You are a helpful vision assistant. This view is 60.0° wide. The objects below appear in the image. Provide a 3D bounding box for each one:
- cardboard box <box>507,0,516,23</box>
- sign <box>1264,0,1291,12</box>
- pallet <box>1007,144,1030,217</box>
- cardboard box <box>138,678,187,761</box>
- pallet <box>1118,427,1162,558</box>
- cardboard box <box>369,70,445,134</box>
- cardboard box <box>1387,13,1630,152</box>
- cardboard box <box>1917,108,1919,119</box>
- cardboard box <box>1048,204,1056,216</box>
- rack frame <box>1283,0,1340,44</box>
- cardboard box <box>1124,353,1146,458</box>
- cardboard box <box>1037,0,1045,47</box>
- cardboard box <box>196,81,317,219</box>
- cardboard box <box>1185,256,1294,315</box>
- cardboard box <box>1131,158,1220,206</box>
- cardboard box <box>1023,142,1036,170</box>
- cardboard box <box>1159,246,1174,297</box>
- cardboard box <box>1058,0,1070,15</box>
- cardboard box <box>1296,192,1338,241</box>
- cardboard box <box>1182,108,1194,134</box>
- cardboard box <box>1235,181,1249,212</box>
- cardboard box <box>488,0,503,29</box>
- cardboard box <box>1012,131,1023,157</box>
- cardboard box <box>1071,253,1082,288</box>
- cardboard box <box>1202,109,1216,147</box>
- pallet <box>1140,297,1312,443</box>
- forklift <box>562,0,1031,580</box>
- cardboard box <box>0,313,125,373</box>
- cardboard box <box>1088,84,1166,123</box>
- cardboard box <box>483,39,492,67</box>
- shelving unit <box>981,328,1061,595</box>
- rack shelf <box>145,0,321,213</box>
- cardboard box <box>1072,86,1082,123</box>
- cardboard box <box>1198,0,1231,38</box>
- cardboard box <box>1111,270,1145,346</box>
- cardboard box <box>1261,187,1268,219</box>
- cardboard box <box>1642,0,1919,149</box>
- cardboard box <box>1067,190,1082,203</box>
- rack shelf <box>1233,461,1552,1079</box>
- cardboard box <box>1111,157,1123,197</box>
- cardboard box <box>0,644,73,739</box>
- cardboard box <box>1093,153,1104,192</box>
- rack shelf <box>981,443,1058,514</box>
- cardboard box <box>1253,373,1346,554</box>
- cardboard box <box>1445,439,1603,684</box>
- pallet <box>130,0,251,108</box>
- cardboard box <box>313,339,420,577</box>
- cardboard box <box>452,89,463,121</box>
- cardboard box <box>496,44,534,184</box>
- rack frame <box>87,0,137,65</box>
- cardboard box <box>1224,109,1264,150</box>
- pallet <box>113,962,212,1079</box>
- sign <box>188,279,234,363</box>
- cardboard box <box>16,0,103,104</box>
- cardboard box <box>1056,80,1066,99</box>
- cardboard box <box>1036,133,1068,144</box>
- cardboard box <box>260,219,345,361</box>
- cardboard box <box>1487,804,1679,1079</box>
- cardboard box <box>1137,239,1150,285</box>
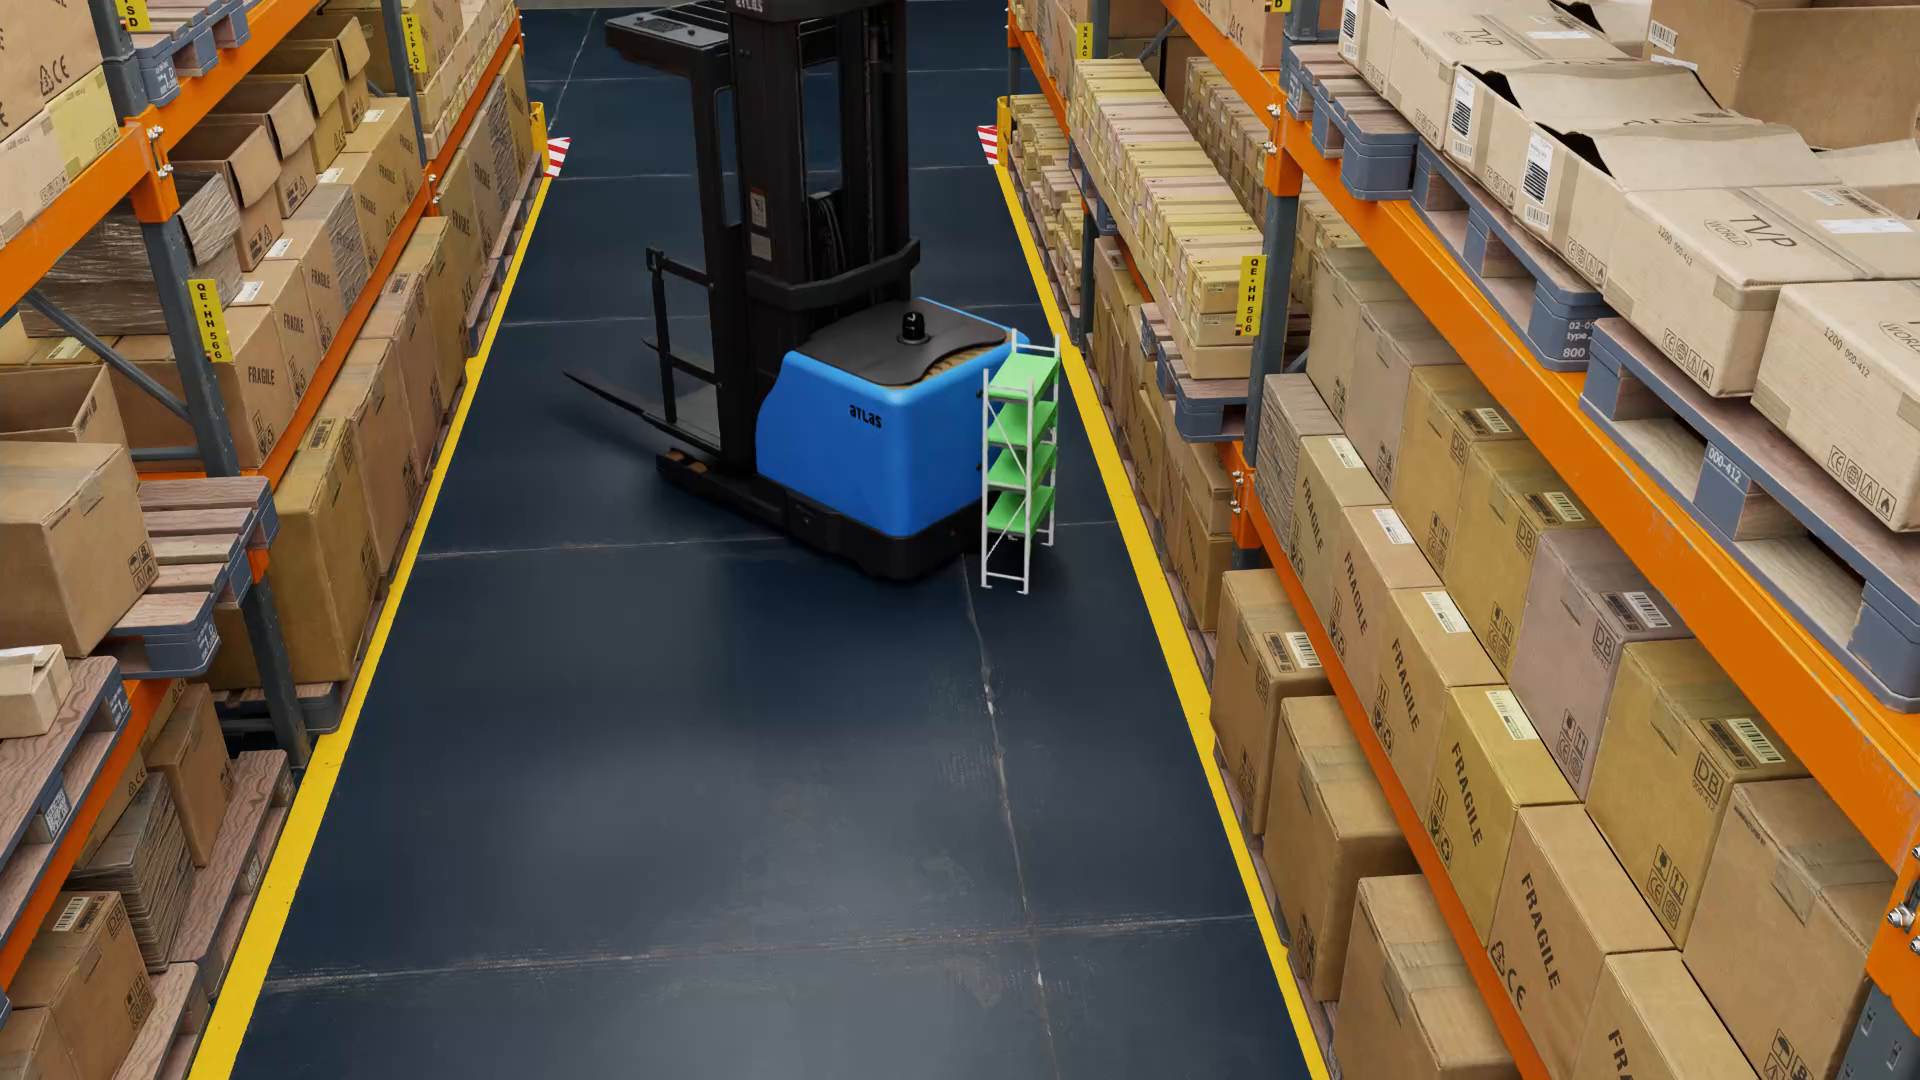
[{"bbox_3d":[-3.686,-4.121,12.969,0.380,0.149,0.250,-2,31,-4],"label":"cardboard box"},{"bbox_3d":[1.108,-1.981,5.713,0.100,0.325,0.005,-3,31,-5],"label":"sign"},{"bbox_3d":[0.949,-2.929,13.447,1.003,0.211,1.213,-3,31,-5],"label":"pallet"},{"bbox_3d":[-3.207,0.593,6.110,0.500,0.250,0.500,-2,31,-3],"label":"cardboard box"},{"bbox_3d":[1.466,-0.320,9.080,1.003,0.211,1.213,-3,31,-5],"label":"pallet"},{"bbox_3d":[-3.456,-2.668,10.148,0.500,0.250,0.500,-3,31,-5],"label":"cardboard box"},{"bbox_3d":[1.544,-1.307,4.727,0.500,0.250,0.500,-2,31,-3],"label":"cardboard box"},{"bbox_3d":[5.954,-2.740,10.070,0.500,0.250,0.500,-4,31,-6],"label":"cardboard box"},{"bbox_3d":[0.845,-2.344,12.119,0.380,0.149,0.250,-2,31,-4],"label":"cardboard box"},{"bbox_3d":[1.648,-3.072,5.118,1.000,3.000,0.127,-3,31,-5],"label":"rack frame"},{"bbox_3d":[1.193,-0.719,9.057,0.500,0.500,0.500,-2,31,-4],"label":"cardboard box"},{"bbox_3d":[0.830,-3.726,11.676,0.500,0.500,0.500,-4,31,-6],"label":"cardboard box"},{"bbox_3d":[-3.479,-1.833,7.818,0.797,0.503,0.637,-2,31,-3],"label":"cardboard box"},{"bbox_3d":[1.146,-1.053,6.842,0.380,0.149,0.250,-4,31,-7],"label":"cardboard box"},{"bbox_3d":[1.028,-1.713,7.948,0.380,0.149,0.250,-1,31,-2],"label":"cardboard box"},{"bbox_3d":[0.691,-2.986,12.904,0.380,0.149,0.250,-2,31,-3],"label":"cardboard box"},{"bbox_3d":[1.095,-1.197,7.375,0.380,0.149,0.250,-2,31,-3],"label":"cardboard box"},{"bbox_3d":[0.908,-3.629,10.538,0.500,0.500,0.500,-4,31,-6],"label":"cardboard box"},{"bbox_3d":[1.728,-1.467,7.537,0.380,0.149,0.250,-4,31,-7],"label":"cardboard box"},{"bbox_3d":[1.509,-2.418,9.708,0.380,0.149,0.250,-3,31,-6],"label":"cardboard box"},{"bbox_3d":[1.634,-1.753,8.595,0.380,0.149,0.250,-1,31,-2],"label":"cardboard box"},{"bbox_3d":[-3.690,-3.964,12.318,0.500,0.250,0.500,-3,31,-5],"label":"cardboard box"},{"bbox_3d":[0.631,-3.254,13.644,0.380,0.149,0.250,-2,31,-4],"label":"cardboard box"},{"bbox_3d":[0.929,-1.768,10.866,0.380,0.149,0.250,-2,31,-4],"label":"cardboard box"},{"bbox_3d":[1.555,-2.284,9.194,0.380,0.149,0.250,-1,31,-2],"label":"cardboard box"},{"bbox_3d":[1.476,-0.773,7.306,1.213,0.211,1.003,-3,31,-5],"label":"pallet"},{"bbox_3d":[-1.057,-1.697,8.733,3.031,2.935,1.130,25,39,35],"label":"forklift"},{"bbox_3d":[-3.592,-0.593,6.721,0.500,0.500,0.500,-2,31,-3],"label":"cardboard box"},{"bbox_3d":[0.907,-2.370,9.049,0.380,0.149,0.250,-2,31,-4],"label":"cardboard box"},{"bbox_3d":[-3.564,-3.467,11.875,0.380,0.149,0.250,-3,31,-4],"label":"cardboard box"},{"bbox_3d":[0.299,-0.382,8.219,0.258,1.200,0.503,9,32,15],"label":"shelving unit"},{"bbox_3d":[-3.486,-2.310,7.469,1.077,0.370,4.000,-3,31,-5],"label":"rack shelf"},{"bbox_3d":[0.854,-2.516,9.582,0.380,0.149,0.250,-2,31,-4],"label":"cardboard box"},{"bbox_3d":[1.282,-2.361,6.755,0.500,0.500,0.500,-3,31,-5],"label":"cardboard box"},{"bbox_3d":[1.133,-1.306,9.308,0.500,0.250,0.500,-2,31,-3],"label":"cardboard box"},{"bbox_3d":[1.681,-1.610,8.066,0.380,0.149,0.250,-3,31,-5],"label":"cardboard box"},{"bbox_3d":[2.090,-1.176,4.265,0.500,0.500,0.500,-3,31,-5],"label":"cardboard box"},{"bbox_3d":[0.942,-2.311,11.485,0.380,0.149,0.250,-2,31,-3],"label":"cardboard box"},{"bbox_3d":[1.835,0.833,5.131,1.077,0.370,4.000,-3,31,-5],"label":"rack shelf"},{"bbox_3d":[0.981,-1.846,8.461,0.380,0.149,0.250,-3,31,-5],"label":"cardboard box"},{"bbox_3d":[-2.875,0.405,4.868,0.396,0.266,0.258,-4,31,-6],"label":"cardboard box"},{"bbox_3d":[0.927,-1.991,8.993,0.380,0.149,0.250,-2,31,-4],"label":"cardboard box"},{"bbox_3d":[0.299,-0.327,8.252,0.258,0.148,0.480,9,32,15],"label":"rack shelf"},{"bbox_3d":[1.422,-0.297,6.225,0.500,0.500,0.500,-2,31,-4],"label":"cardboard box"},{"bbox_3d":[1.827,0.042,4.682,0.700,0.500,0.500,-3,31,-5],"label":"cardboard box"},{"bbox_3d":[-3.412,-1.843,6.170,1.213,0.211,1.003,-1,31,-2],"label":"pallet"},{"bbox_3d":[-3.419,-0.387,8.136,1.225,0.875,0.875,-3,31,-4],"label":"cardboard box"},{"bbox_3d":[-3.445,-2.815,10.782,0.380,0.149,0.250,-4,31,-6],"label":"cardboard box"},{"bbox_3d":[-3.907,-3.340,13.079,0.875,0.875,0.875,-3,31,-5],"label":"cardboard box"},{"bbox_3d":[-3.299,-2.886,4.806,1.000,3.000,0.127,-3,31,-5],"label":"rack frame"},{"bbox_3d":[1.599,-2.142,8.666,0.380,0.149,0.250,-4,31,-6],"label":"cardboard box"},{"bbox_3d":[-3.117,1.907,5.351,1.003,0.211,1.213,-3,31,-5],"label":"pallet"},{"bbox_3d":[-2.760,-0.804,6.120,0.100,0.325,0.005,-3,31,-5],"label":"sign"},{"bbox_3d":[-3.006,-1.624,5.034,0.500,0.500,0.500,-2,31,-3],"label":"cardboard box"},{"bbox_3d":[0.862,-3.101,11.262,0.380,0.149,0.250,-4,31,-7],"label":"cardboard box"},{"bbox_3d":[0.775,-2.974,12.595,0.380,0.149,0.250,-2,31,-3],"label":"cardboard box"},{"bbox_3d":[-3.176,-1.139,7.635,0.500,0.500,0.500,-3,31,-5],"label":"cardboard box"},{"bbox_3d":[1.660,0.991,4.068,0.500,0.500,0.500,-3,31,-5],"label":"cardboard box"},{"bbox_3d":[1.053,-1.322,7.873,0.380,0.149,0.250,-4,31,-7],"label":"cardboard box"}]
